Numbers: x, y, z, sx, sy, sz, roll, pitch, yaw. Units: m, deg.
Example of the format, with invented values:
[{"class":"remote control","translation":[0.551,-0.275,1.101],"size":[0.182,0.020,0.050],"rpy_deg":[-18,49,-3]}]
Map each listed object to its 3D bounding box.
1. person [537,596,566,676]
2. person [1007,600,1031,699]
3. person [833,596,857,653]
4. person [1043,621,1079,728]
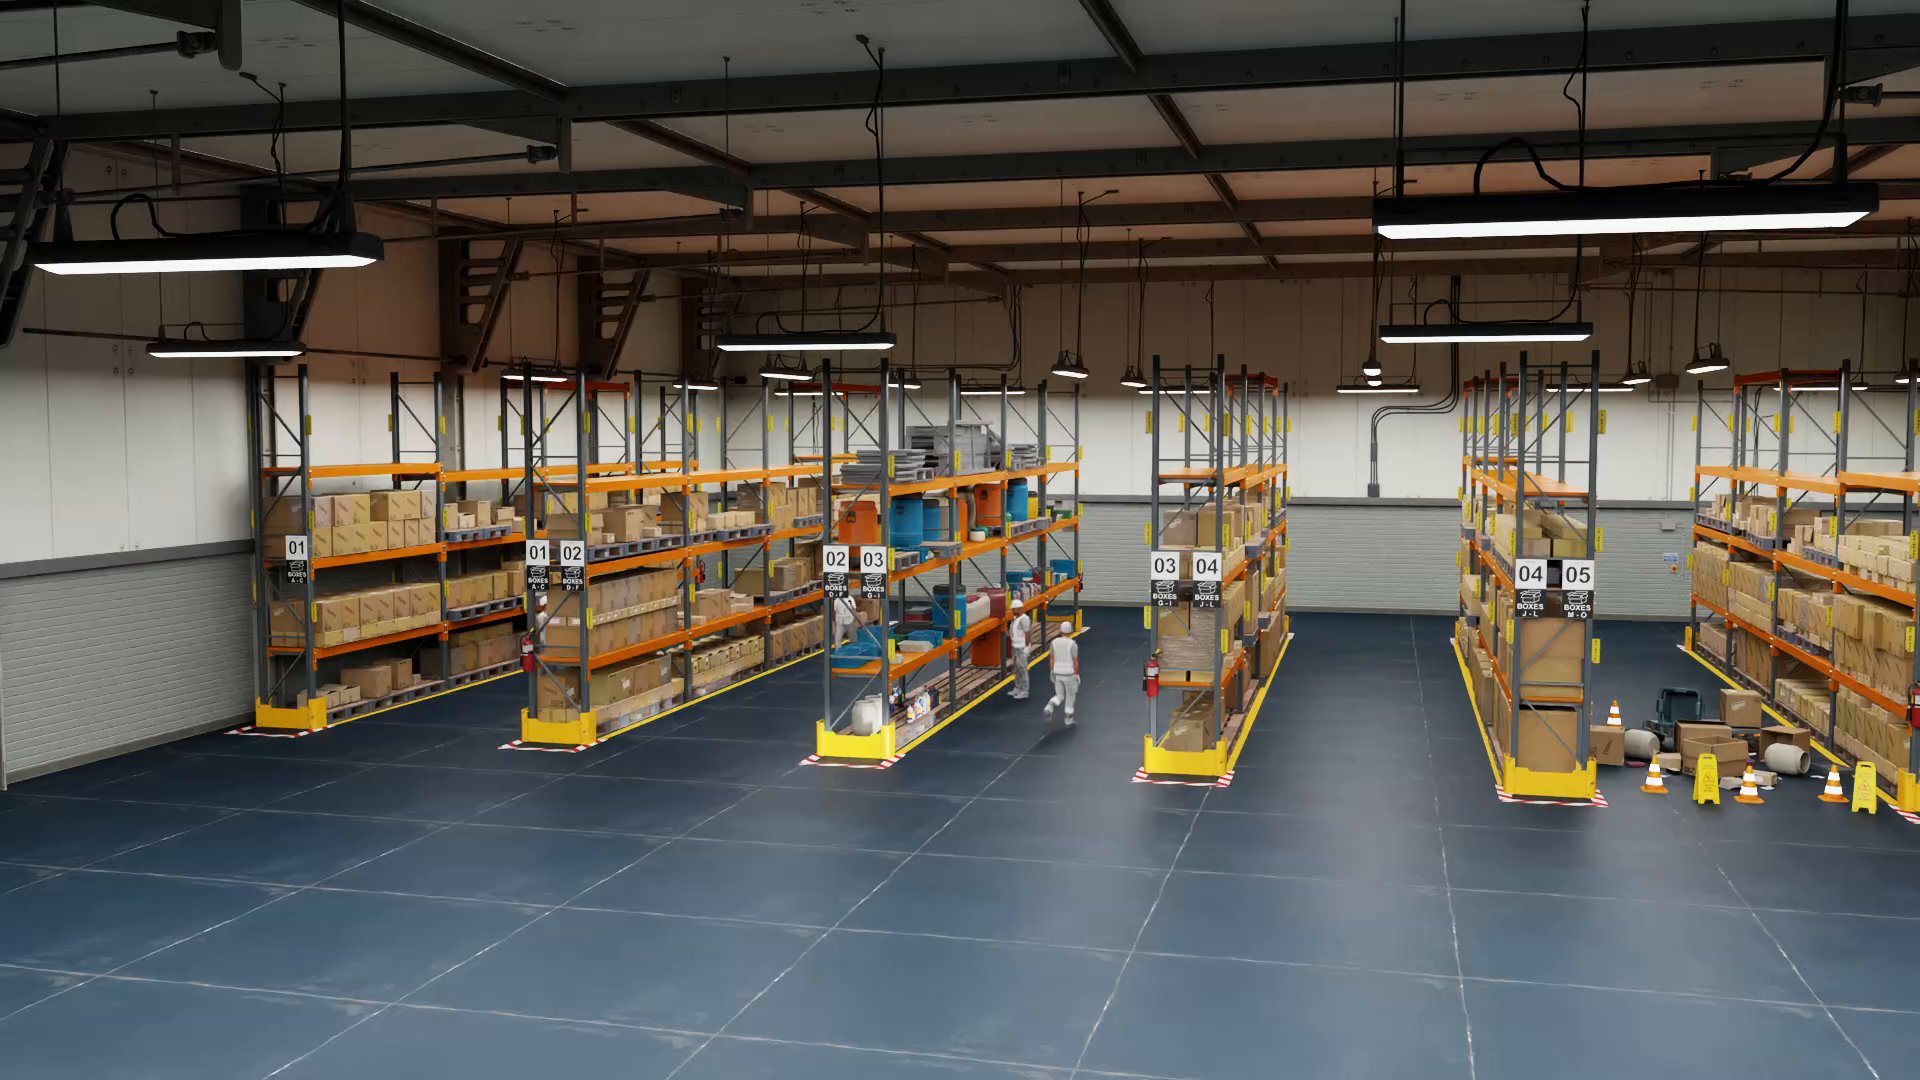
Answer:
[{"class":"person","translation":[-7.778,1.958,31.678],"size":[0.485,1.801,0.681],"rpy_deg":[2,5,30]},{"class":"person","translation":[1.083,1.981,30.473],"size":[0.404,1.782,0.627],"rpy_deg":[-1,4,-13]},{"class":"person","translation":[-2.403,1.753,35.015],"size":[0.585,1.616,0.921],"rpy_deg":[1,4,17]},{"class":"person","translation":[1.705,2.220,27.350],"size":[0.707,1.776,0.537],"rpy_deg":[-3,5,-41]}]
